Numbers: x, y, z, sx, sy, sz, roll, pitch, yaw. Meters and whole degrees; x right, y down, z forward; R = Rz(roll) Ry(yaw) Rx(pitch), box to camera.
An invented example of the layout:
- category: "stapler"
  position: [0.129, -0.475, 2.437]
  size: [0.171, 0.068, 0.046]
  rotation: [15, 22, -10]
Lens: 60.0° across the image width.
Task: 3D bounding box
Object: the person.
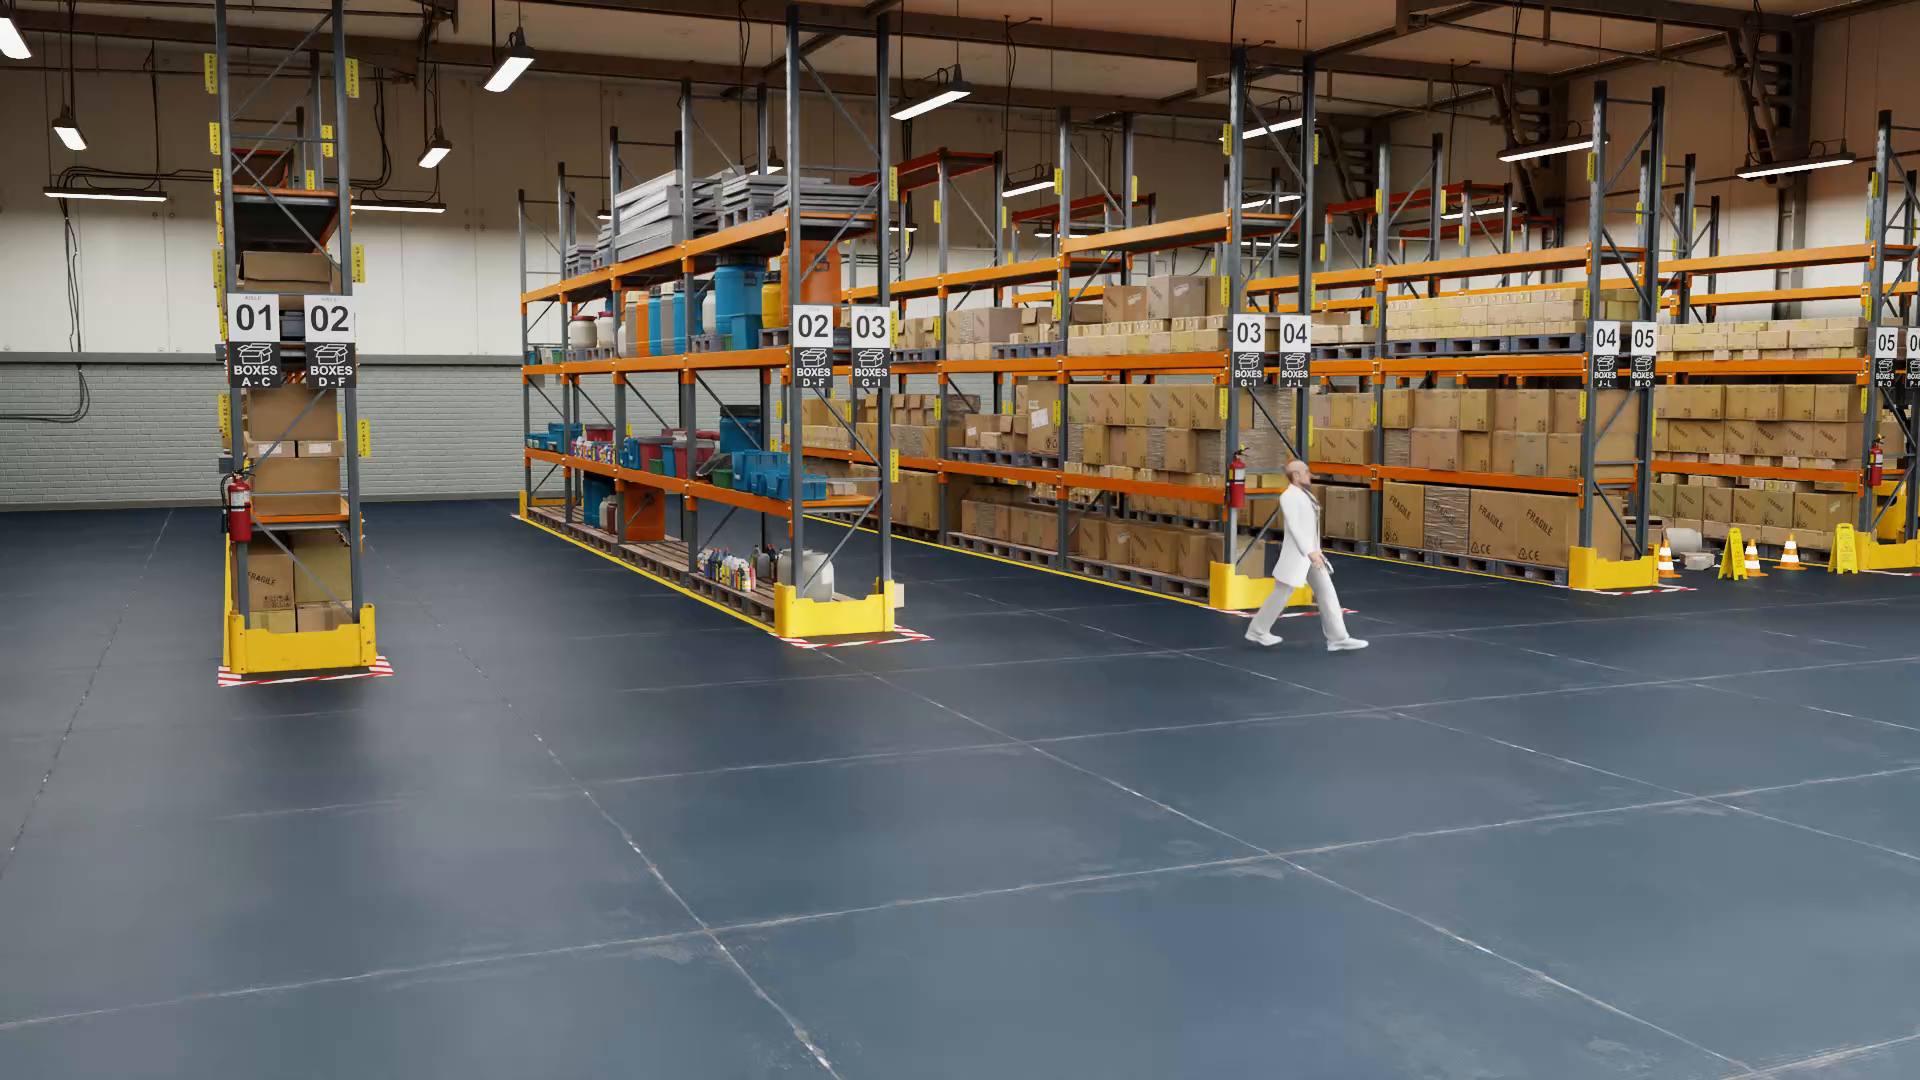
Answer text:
- category: "person"
  position: [3.138, 0.144, 15.120]
  size: [1.118, 1.726, 0.563]
  rotation: [4, 7, 37]
